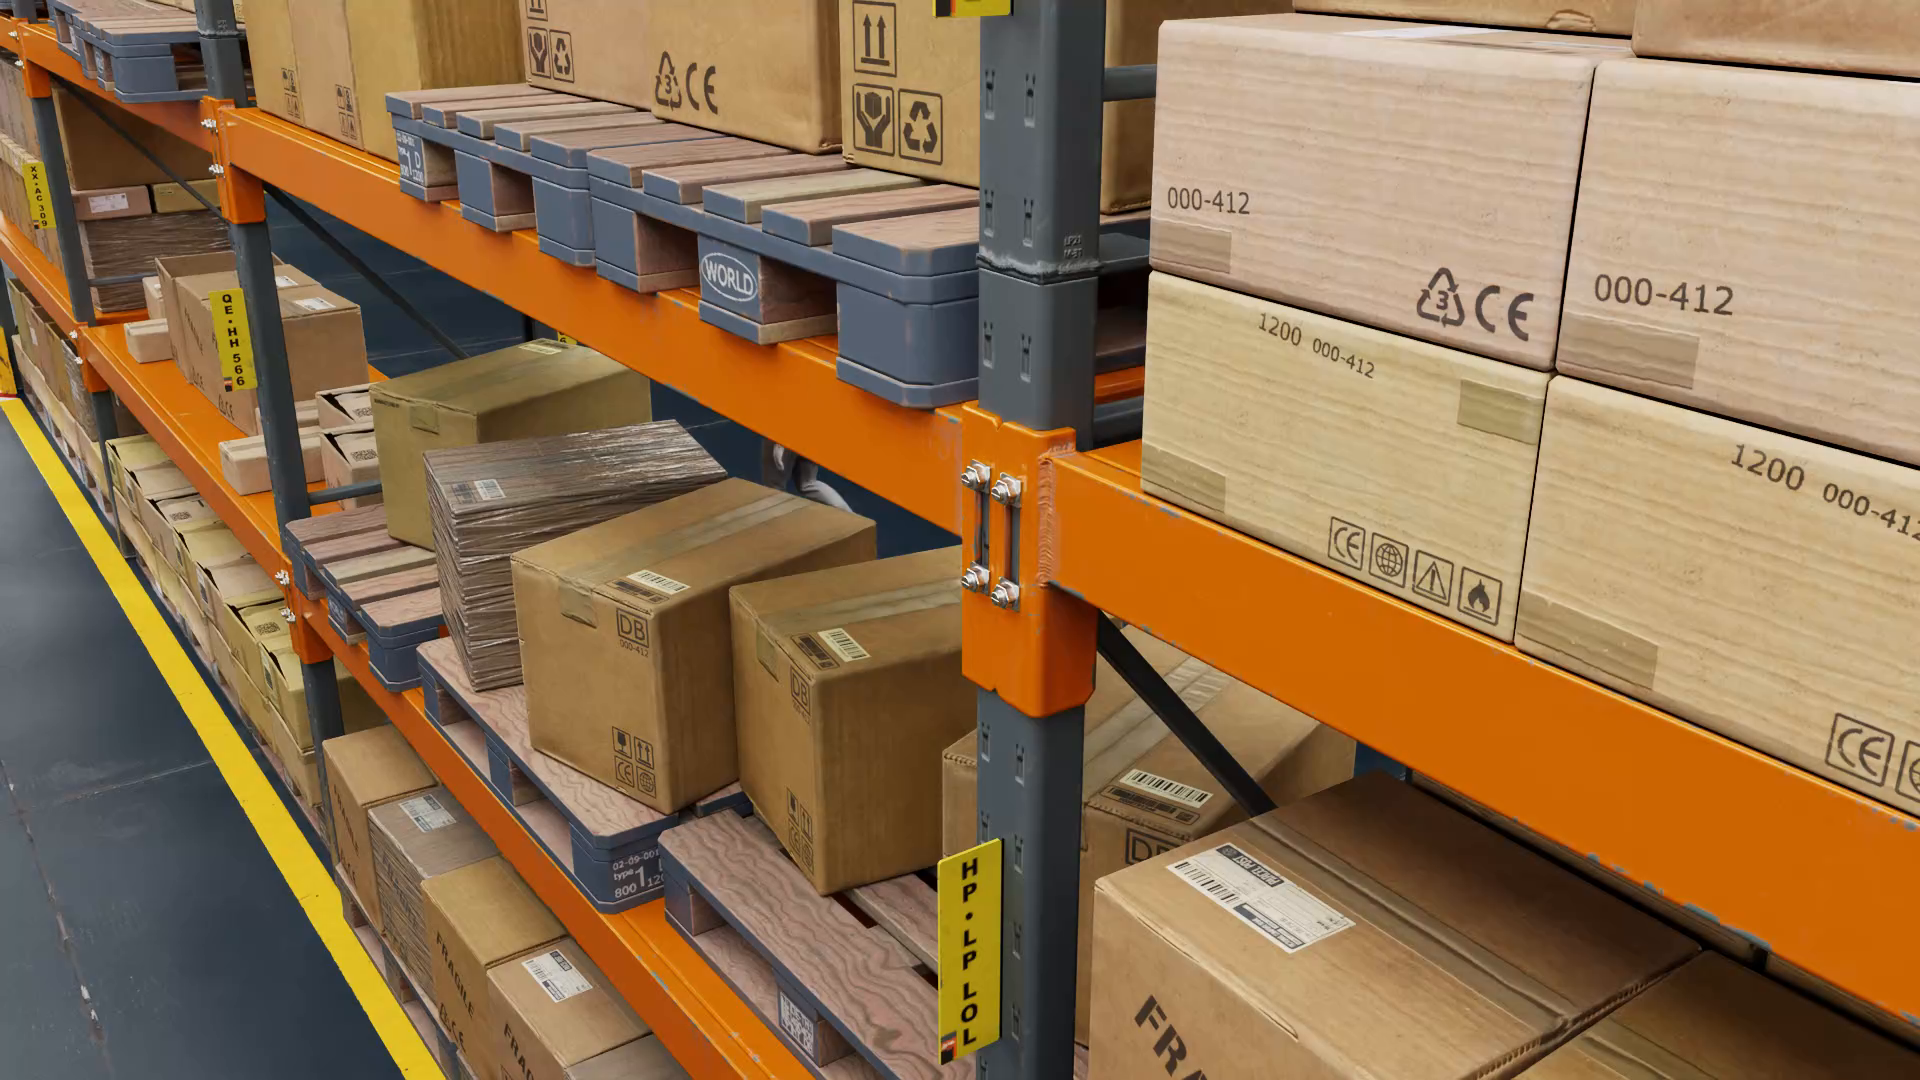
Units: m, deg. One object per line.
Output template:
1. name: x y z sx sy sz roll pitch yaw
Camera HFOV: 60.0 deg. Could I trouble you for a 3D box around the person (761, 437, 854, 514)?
1. person: -0.794 -0.590 8.504 0.710 1.666 0.491 13 25 29
